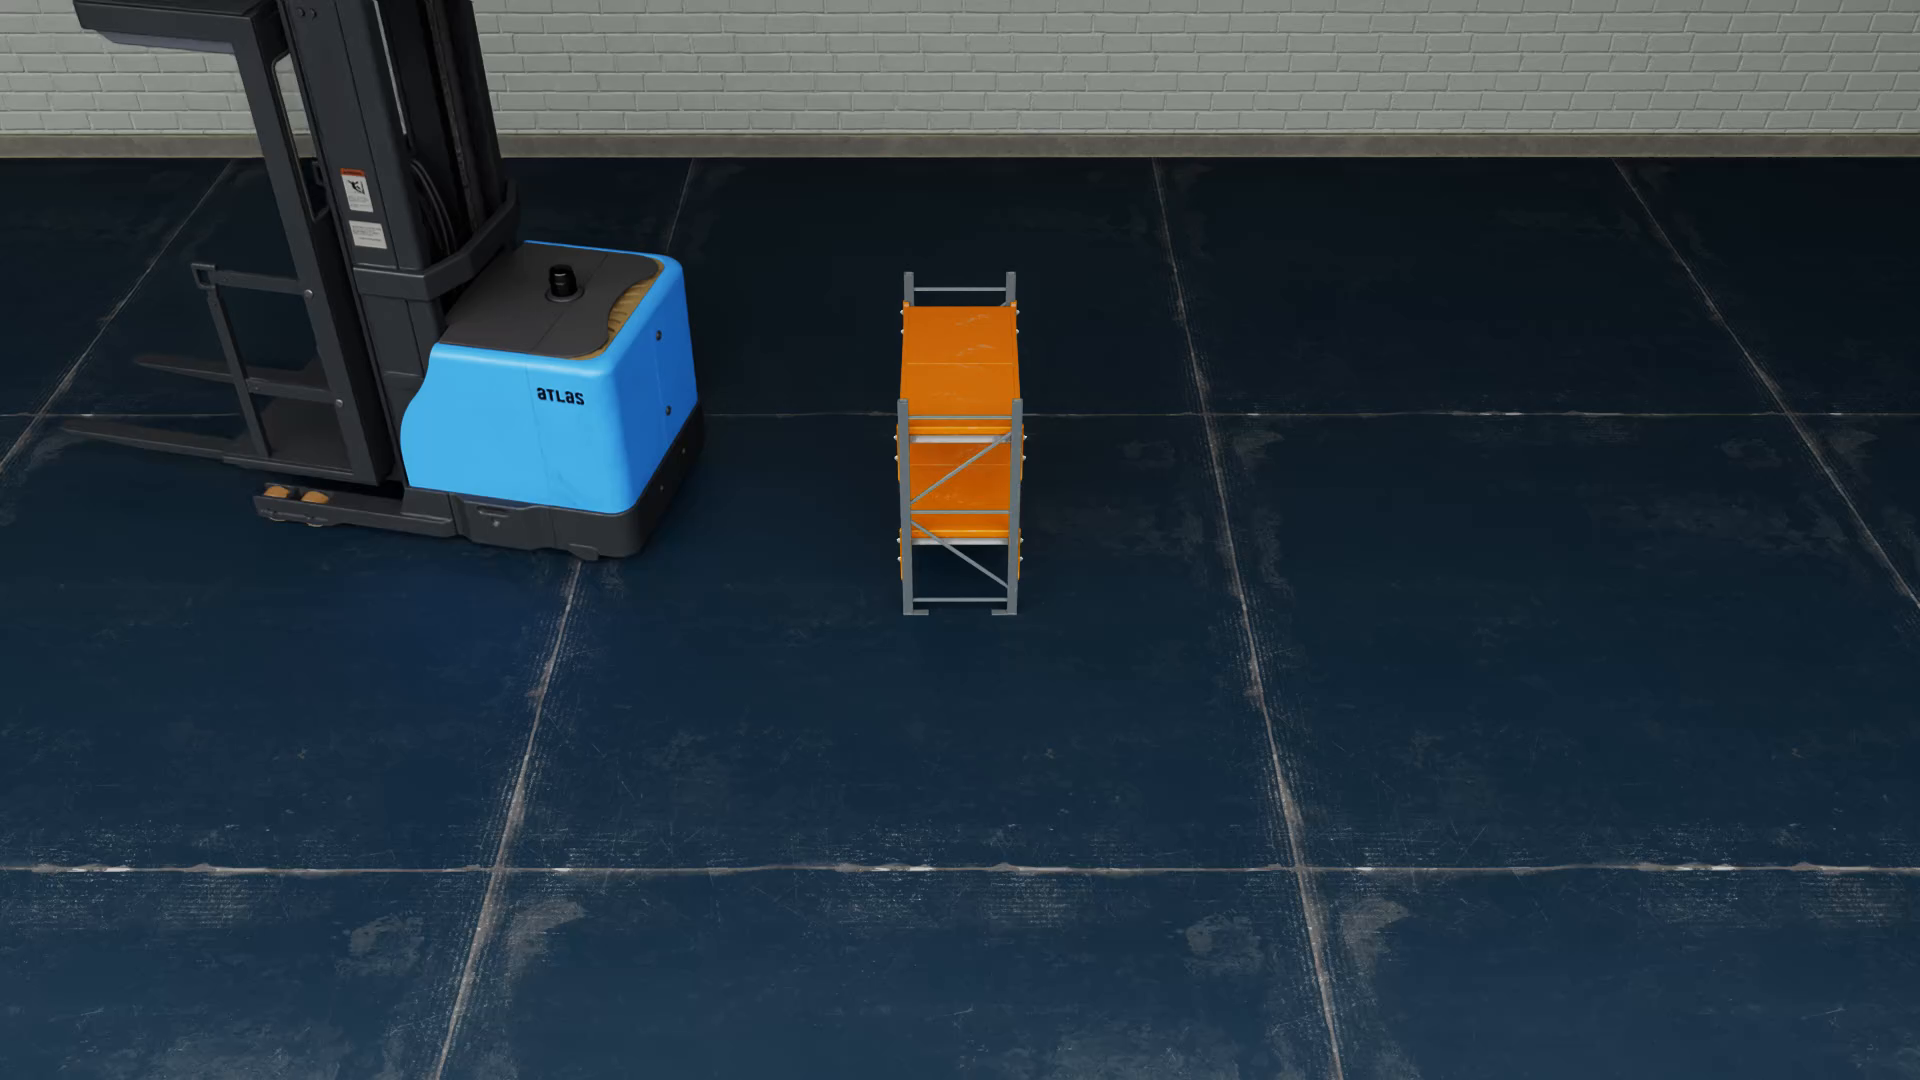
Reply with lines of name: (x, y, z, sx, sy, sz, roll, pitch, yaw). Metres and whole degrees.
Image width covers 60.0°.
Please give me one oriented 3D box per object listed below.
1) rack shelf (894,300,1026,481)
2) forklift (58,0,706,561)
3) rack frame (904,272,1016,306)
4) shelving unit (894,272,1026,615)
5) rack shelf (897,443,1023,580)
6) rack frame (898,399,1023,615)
rack shelf: (0.000, -0.663, 7.210, 0.538, 0.278, 1.000, 0, 39, 0)
forklift: (-2.835, -1.519, 7.301, 3.031, 2.935, 1.130, 8, 39, 10)
rack frame: (-0.001, -0.753, 7.790, 0.500, 1.125, 0.032, 0, 39, 0)
shelving unit: (0.000, -0.435, 7.393, 0.538, 1.125, 1.048, 0, 39, 0)
rack shelf: (0.000, -0.244, 7.546, 0.538, 0.278, 1.000, 0, 39, 0)
rack frame: (0.001, -0.117, 6.996, 0.500, 1.125, 0.032, 0, 39, 0)
